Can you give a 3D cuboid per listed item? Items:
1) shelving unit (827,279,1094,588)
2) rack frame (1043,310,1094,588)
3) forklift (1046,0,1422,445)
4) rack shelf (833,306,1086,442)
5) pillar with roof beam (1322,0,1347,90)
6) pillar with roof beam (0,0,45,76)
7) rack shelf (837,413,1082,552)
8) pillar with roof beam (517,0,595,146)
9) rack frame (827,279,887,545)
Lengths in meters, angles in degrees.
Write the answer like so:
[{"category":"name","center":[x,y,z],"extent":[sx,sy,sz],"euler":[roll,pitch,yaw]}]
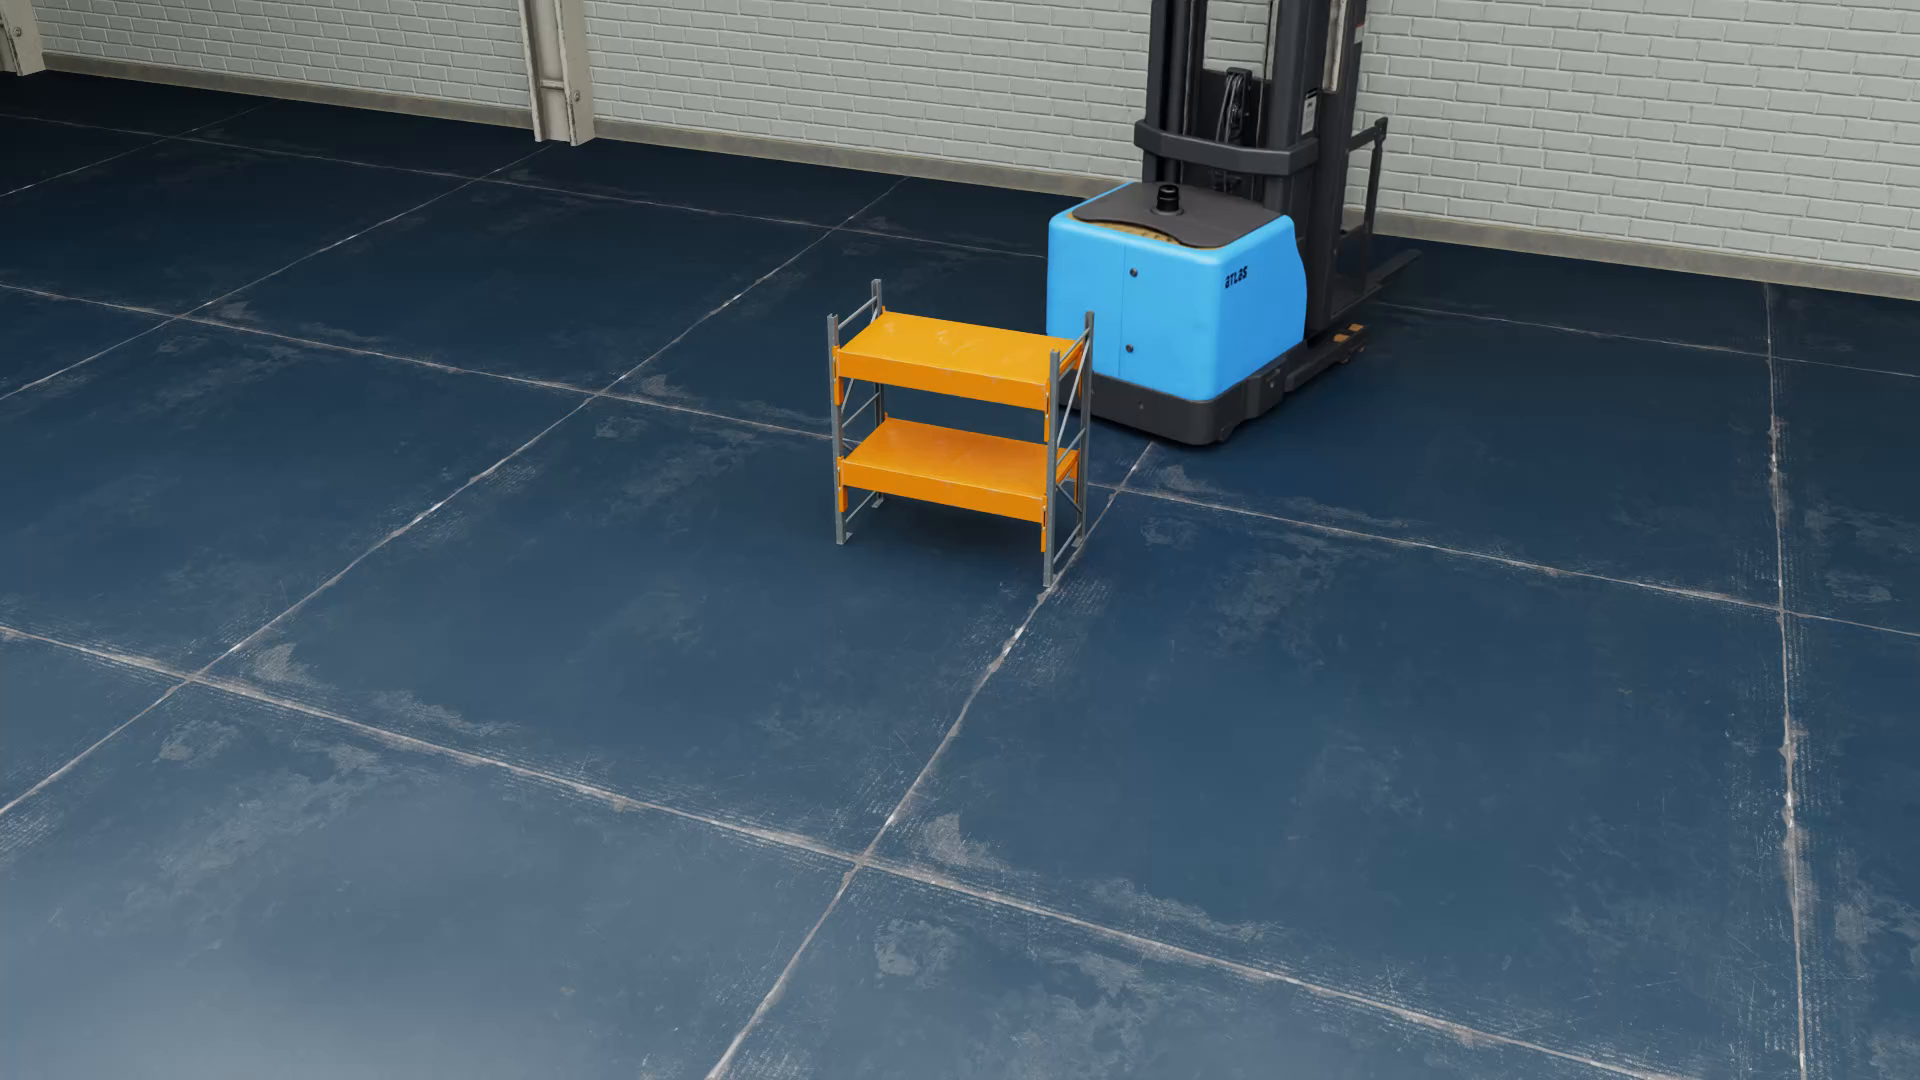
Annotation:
[{"category":"shelving unit","center":[0.006,-0.488,7.471],"extent":[1.048,1.125,0.538],"euler":[11,31,19]},{"category":"rack frame","center":[0.477,-0.394,7.305],"extent":[0.032,1.125,0.500],"euler":[11,31,19]},{"category":"forklift","center":[1.737,-2.422,9.056],"extent":[1.130,2.935,3.031],"euler":[21,36,32]},{"category":"rack shelf","center":[0.006,-0.743,7.327],"extent":[1.000,0.278,0.538],"euler":[11,31,19]},{"category":"pillar with roof beam","center":[0.737,-4.111,5.878],"extent":[0.400,9.000,9.100],"euler":[11,31,19]},{"category":"pillar with roof beam","center":[-10.382,-6.331,9.806],"extent":[0.400,9.000,9.100],"euler":[11,31,19]},{"category":"rack shelf","center":[0.006,-0.276,7.591],"extent":[1.000,0.278,0.538],"euler":[11,31,19]},{"category":"pillar with roof beam","center":[-4.822,-5.221,7.842],"extent":[0.400,9.000,9.100],"euler":[11,31,19]},{"category":"rack frame","center":[-0.465,-0.582,7.637],"extent":[0.032,1.125,0.500],"euler":[11,31,19]}]
